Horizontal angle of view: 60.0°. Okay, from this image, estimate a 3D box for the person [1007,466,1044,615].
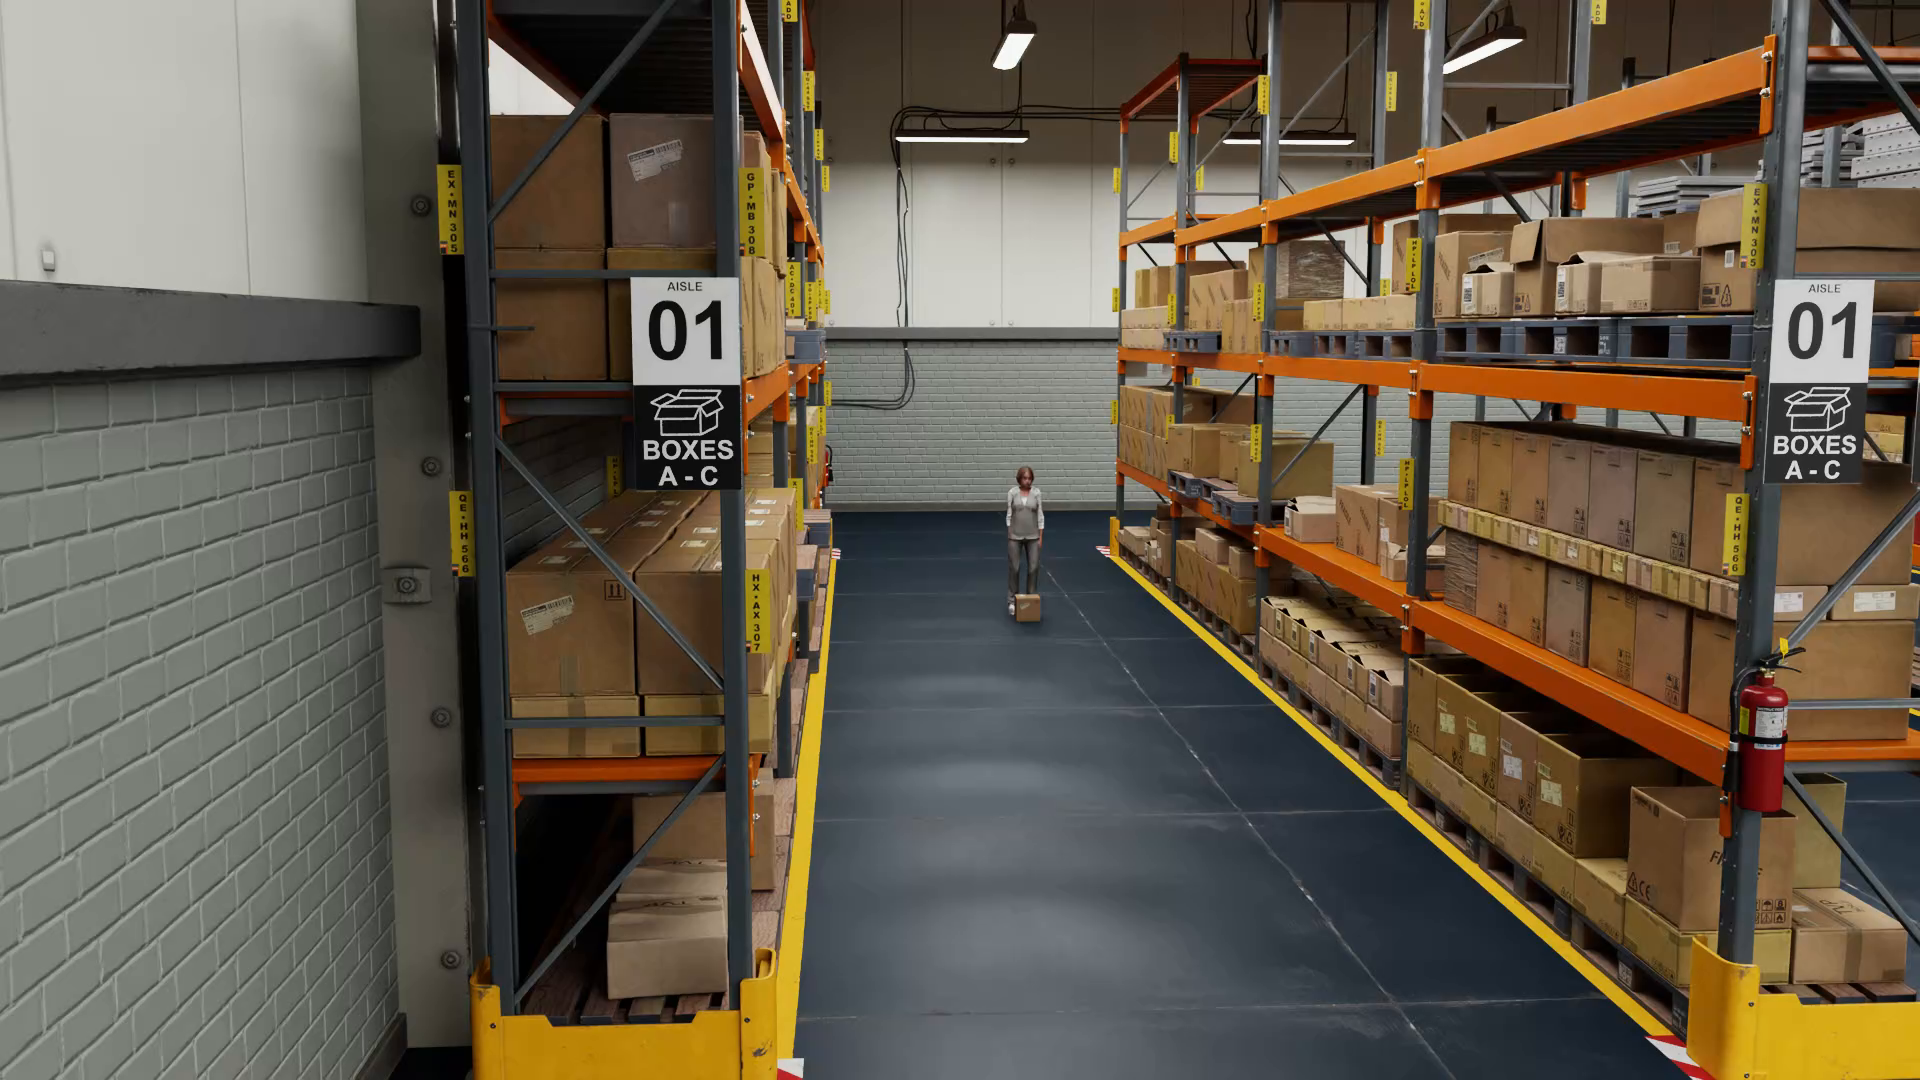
[{"bbox_3d":[0.703,0.001,17.867,0.407,1.604,0.308,0,7,-3],"label":"person"}]
